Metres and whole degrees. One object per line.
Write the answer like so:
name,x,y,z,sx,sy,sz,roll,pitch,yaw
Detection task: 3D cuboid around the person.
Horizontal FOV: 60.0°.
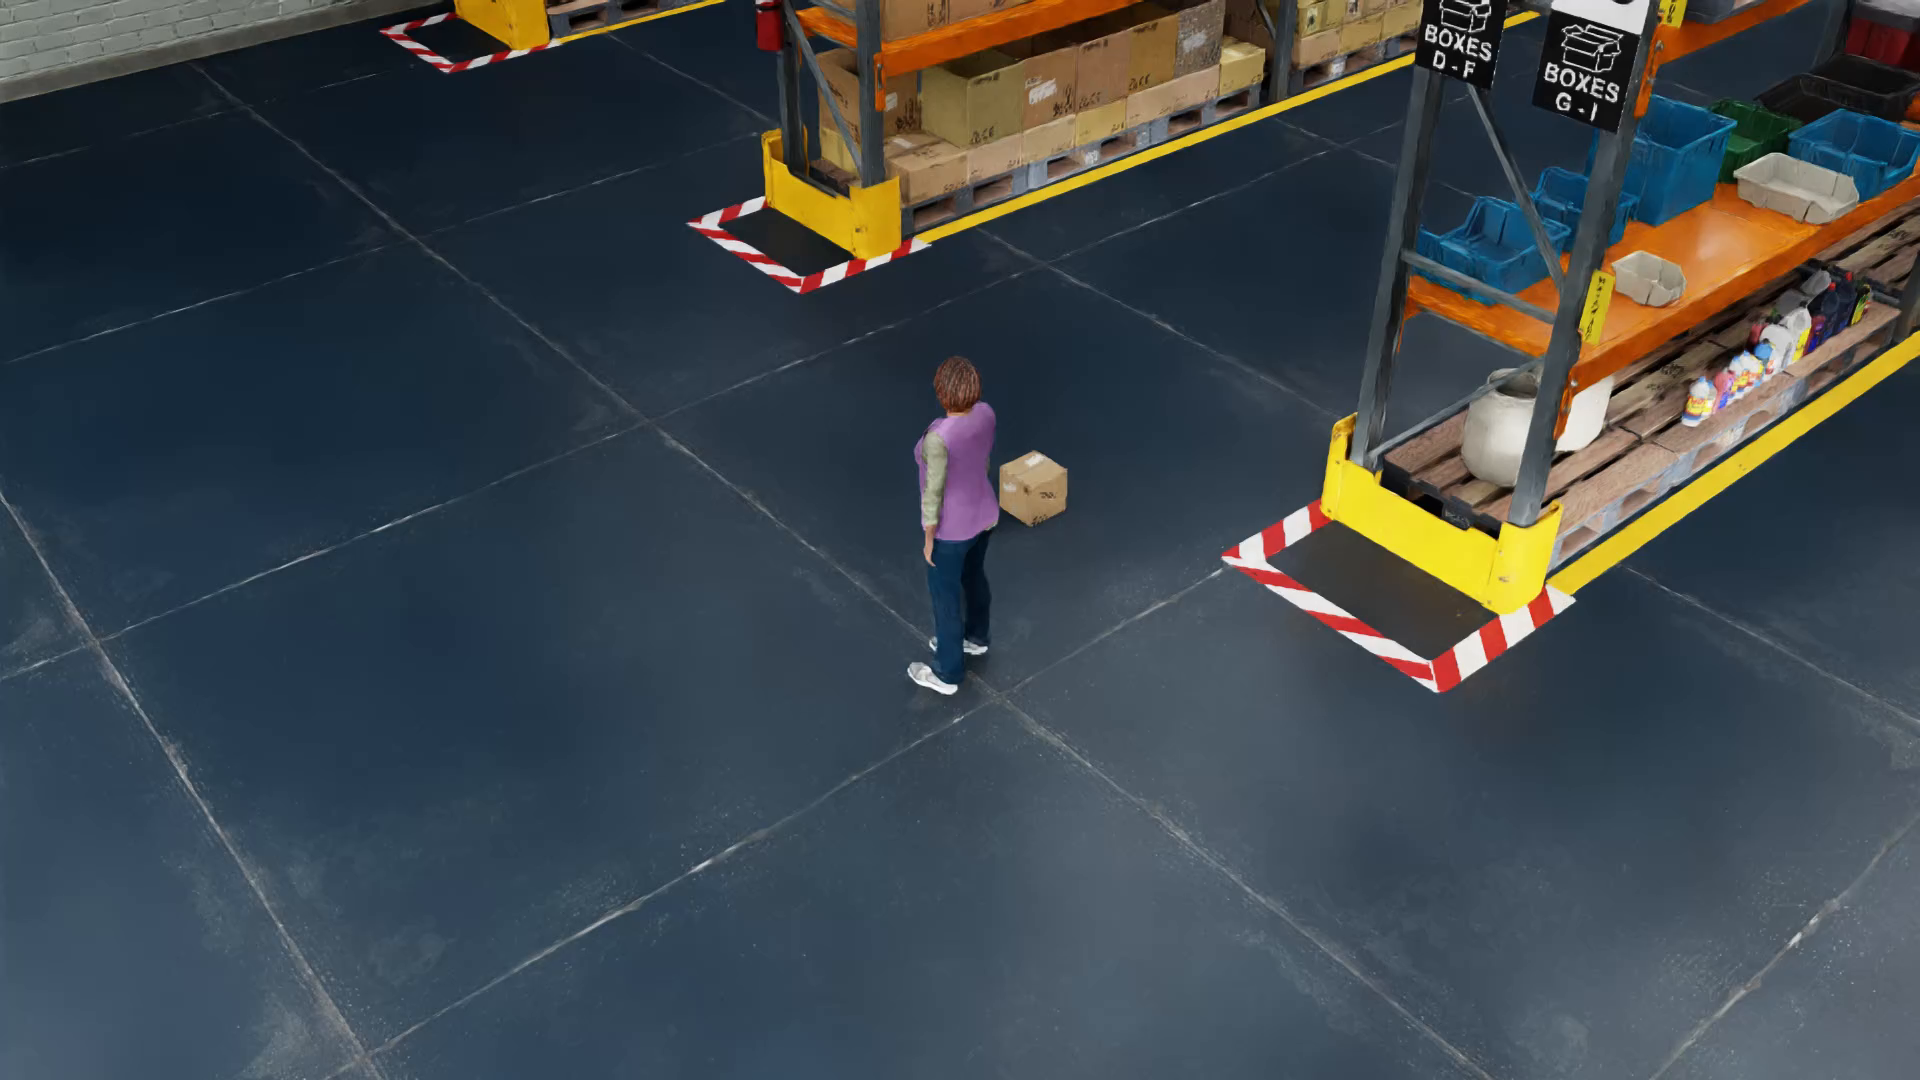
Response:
person,-0.028,-0.070,7.152,0.345,1.600,0.427,28,45,32
